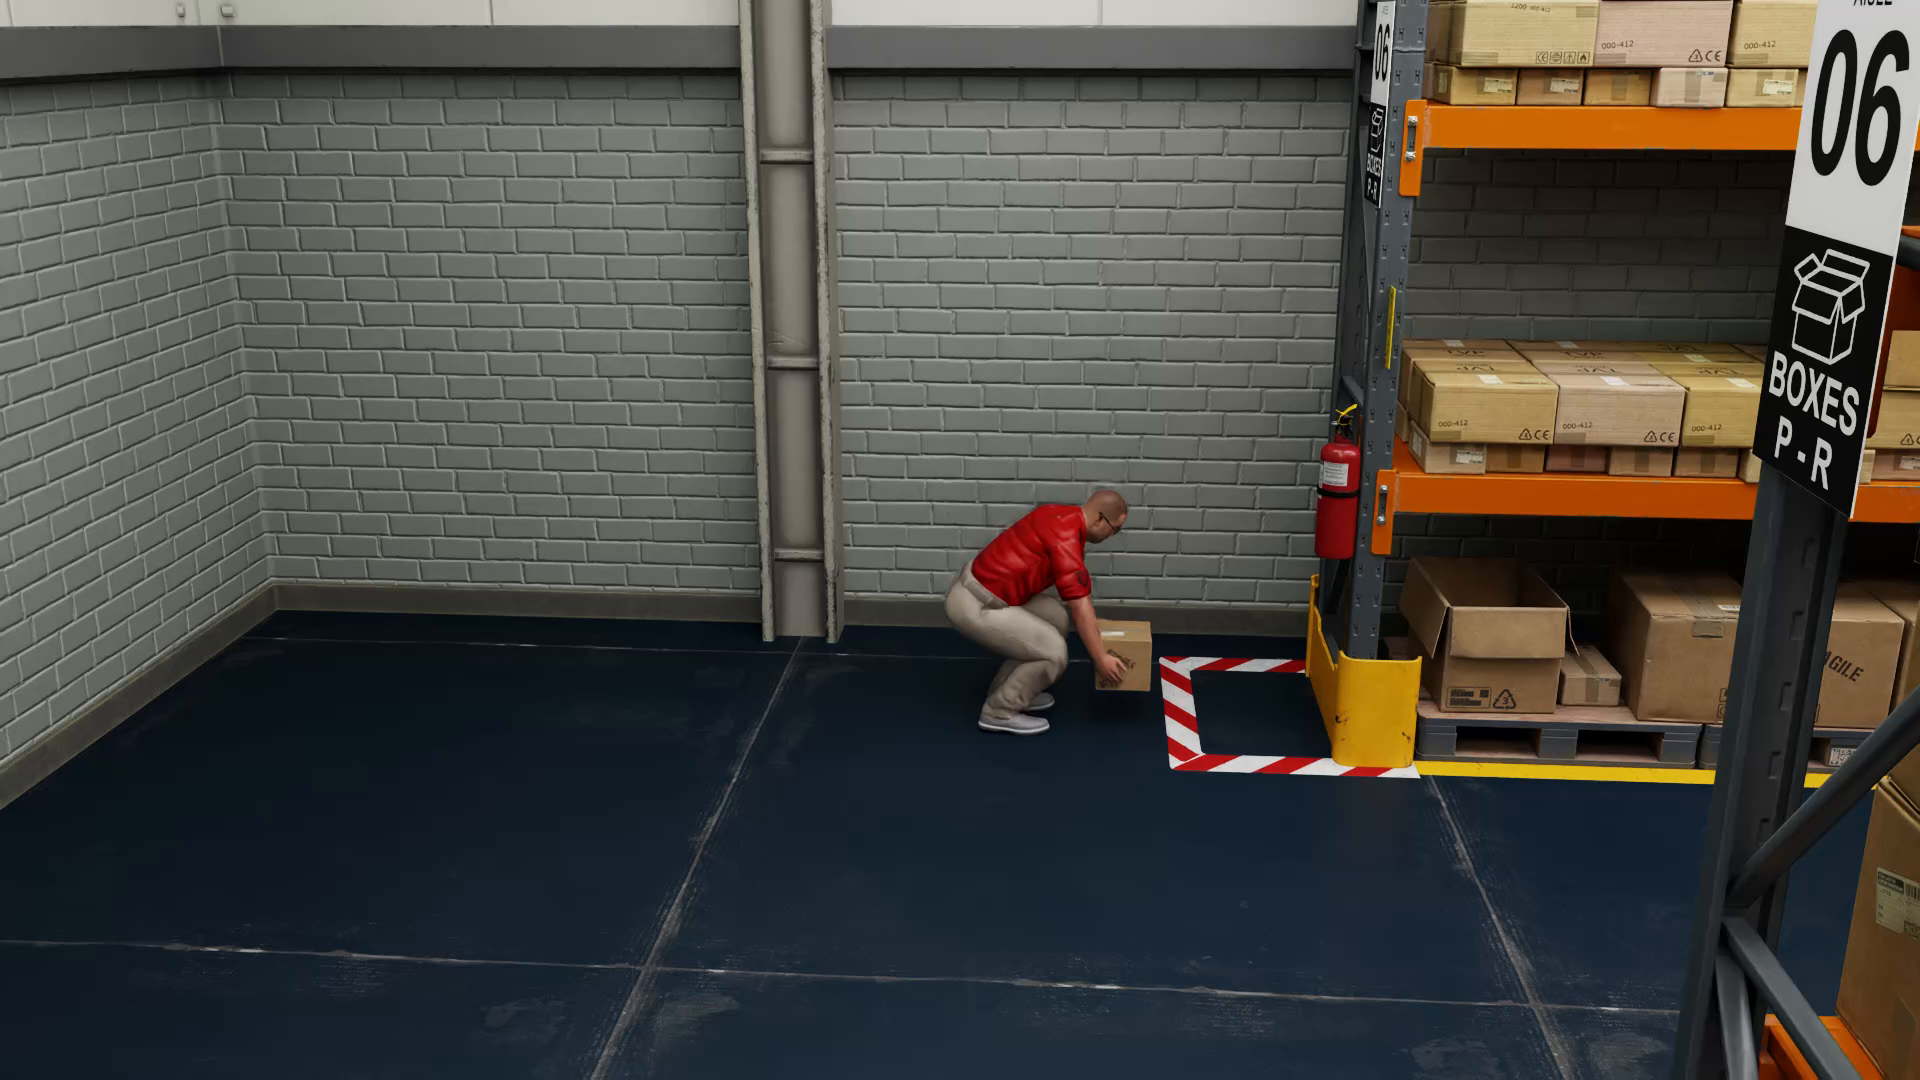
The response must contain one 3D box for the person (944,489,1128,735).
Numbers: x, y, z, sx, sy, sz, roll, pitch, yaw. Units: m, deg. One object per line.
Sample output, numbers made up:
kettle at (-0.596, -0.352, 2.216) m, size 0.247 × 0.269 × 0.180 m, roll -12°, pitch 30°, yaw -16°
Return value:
person at (0.353, 0.300, 7.667) m, size 0.835 × 1.106 × 0.576 m, roll 1°, pitch 17°, yaw 4°
